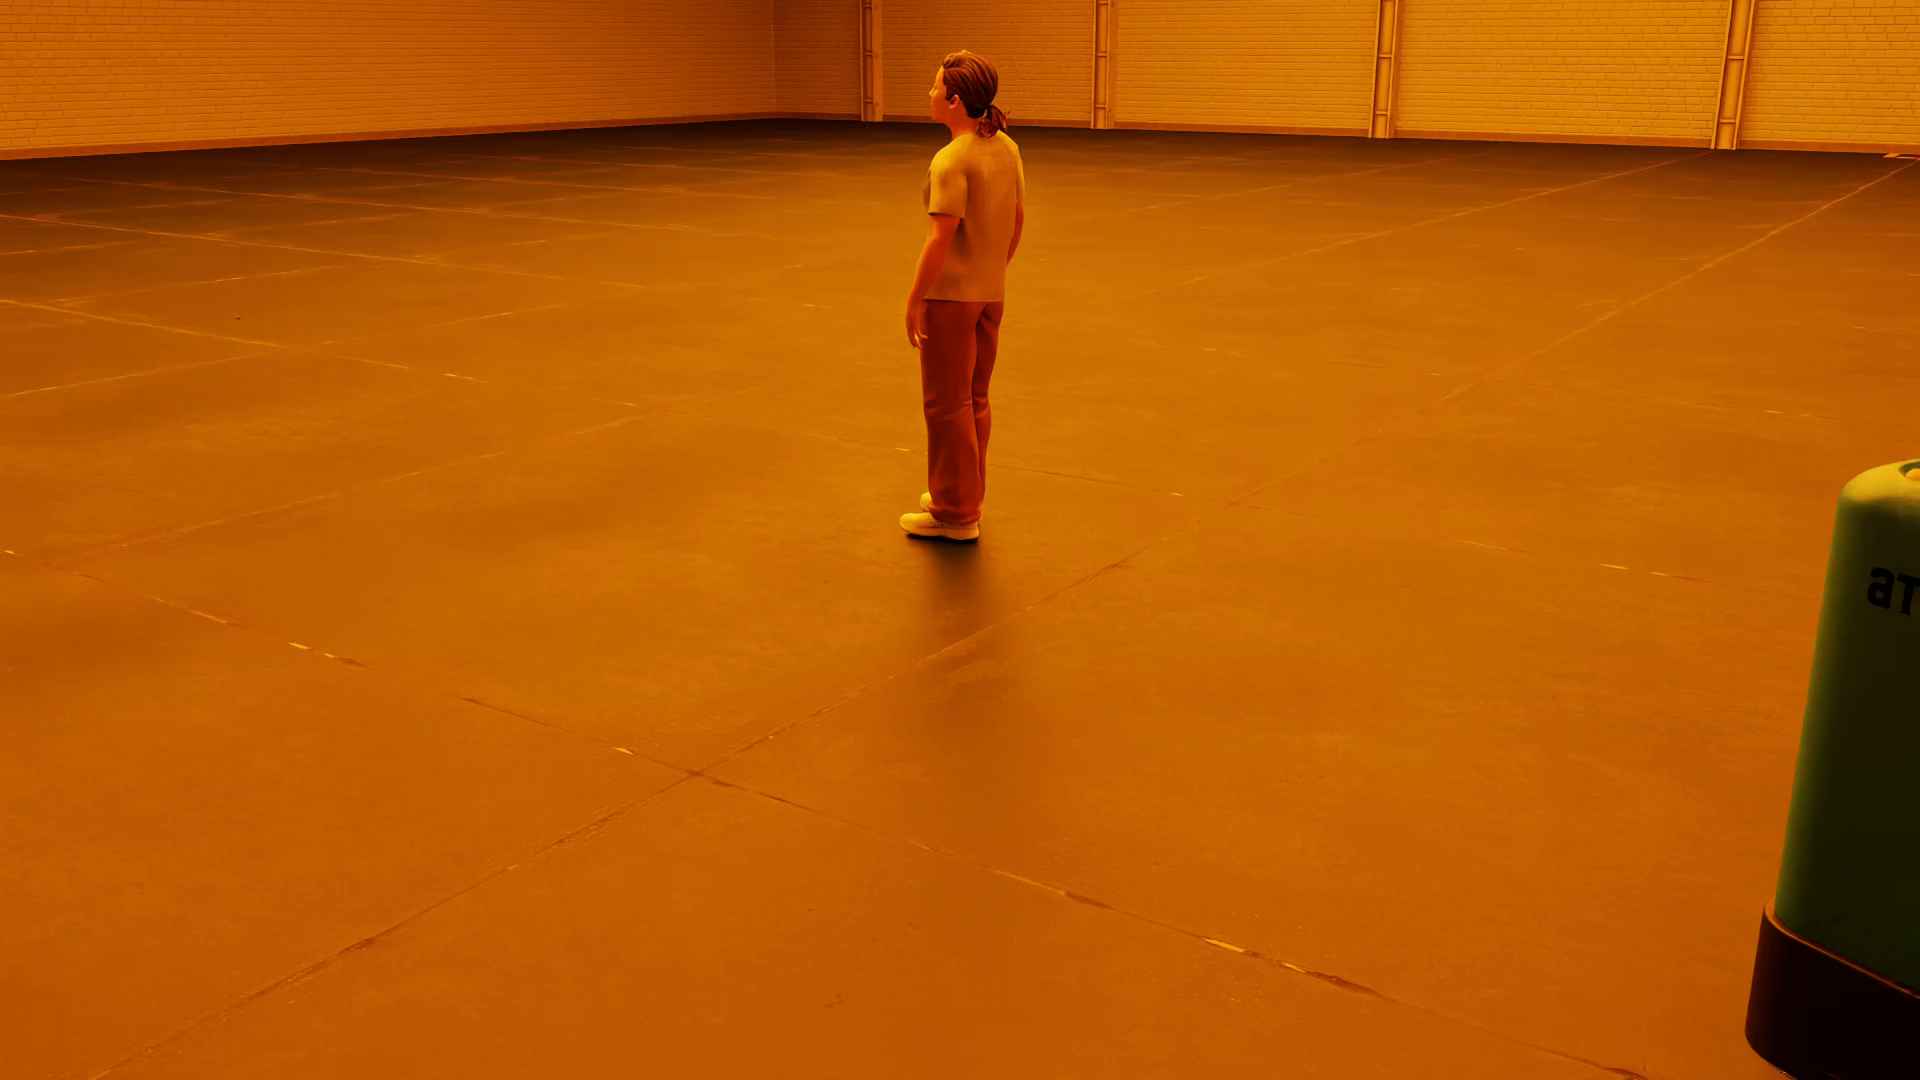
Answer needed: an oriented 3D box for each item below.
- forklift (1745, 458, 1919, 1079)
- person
[{"bbox_3d":[2.516,-0.186,1.455,1.130,2.935,3.031,-9,19,-29],"label":"forklift"},{"bbox_3d":[-0.061,-0.826,5.760,0.532,1.673,0.553,11,20,33],"label":"person"}]
